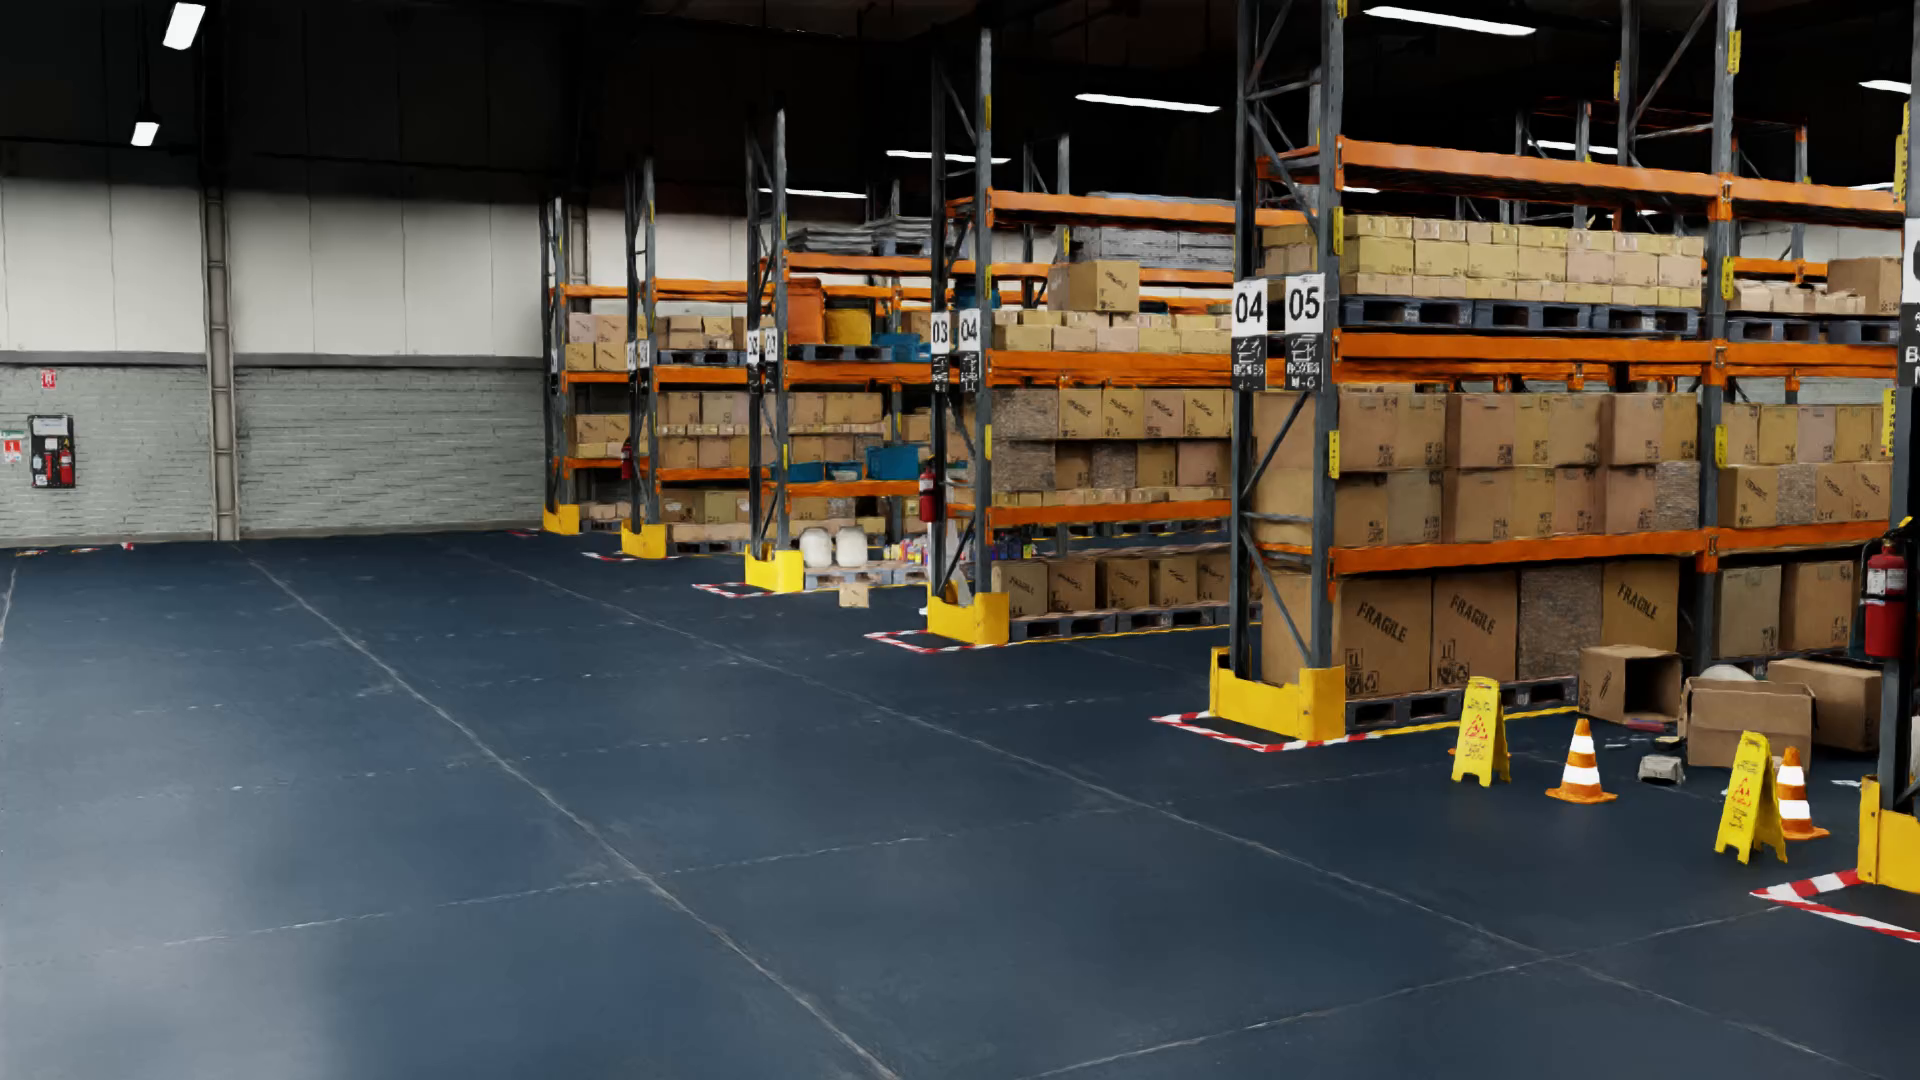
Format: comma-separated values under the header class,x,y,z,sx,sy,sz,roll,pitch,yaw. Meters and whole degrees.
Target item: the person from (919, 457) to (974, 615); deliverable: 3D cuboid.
class,x,y,z,sx,sy,sz,roll,pitch,yaw
person,-0.140,-0.060,17.898,0.634,1.768,0.611,0,5,3
